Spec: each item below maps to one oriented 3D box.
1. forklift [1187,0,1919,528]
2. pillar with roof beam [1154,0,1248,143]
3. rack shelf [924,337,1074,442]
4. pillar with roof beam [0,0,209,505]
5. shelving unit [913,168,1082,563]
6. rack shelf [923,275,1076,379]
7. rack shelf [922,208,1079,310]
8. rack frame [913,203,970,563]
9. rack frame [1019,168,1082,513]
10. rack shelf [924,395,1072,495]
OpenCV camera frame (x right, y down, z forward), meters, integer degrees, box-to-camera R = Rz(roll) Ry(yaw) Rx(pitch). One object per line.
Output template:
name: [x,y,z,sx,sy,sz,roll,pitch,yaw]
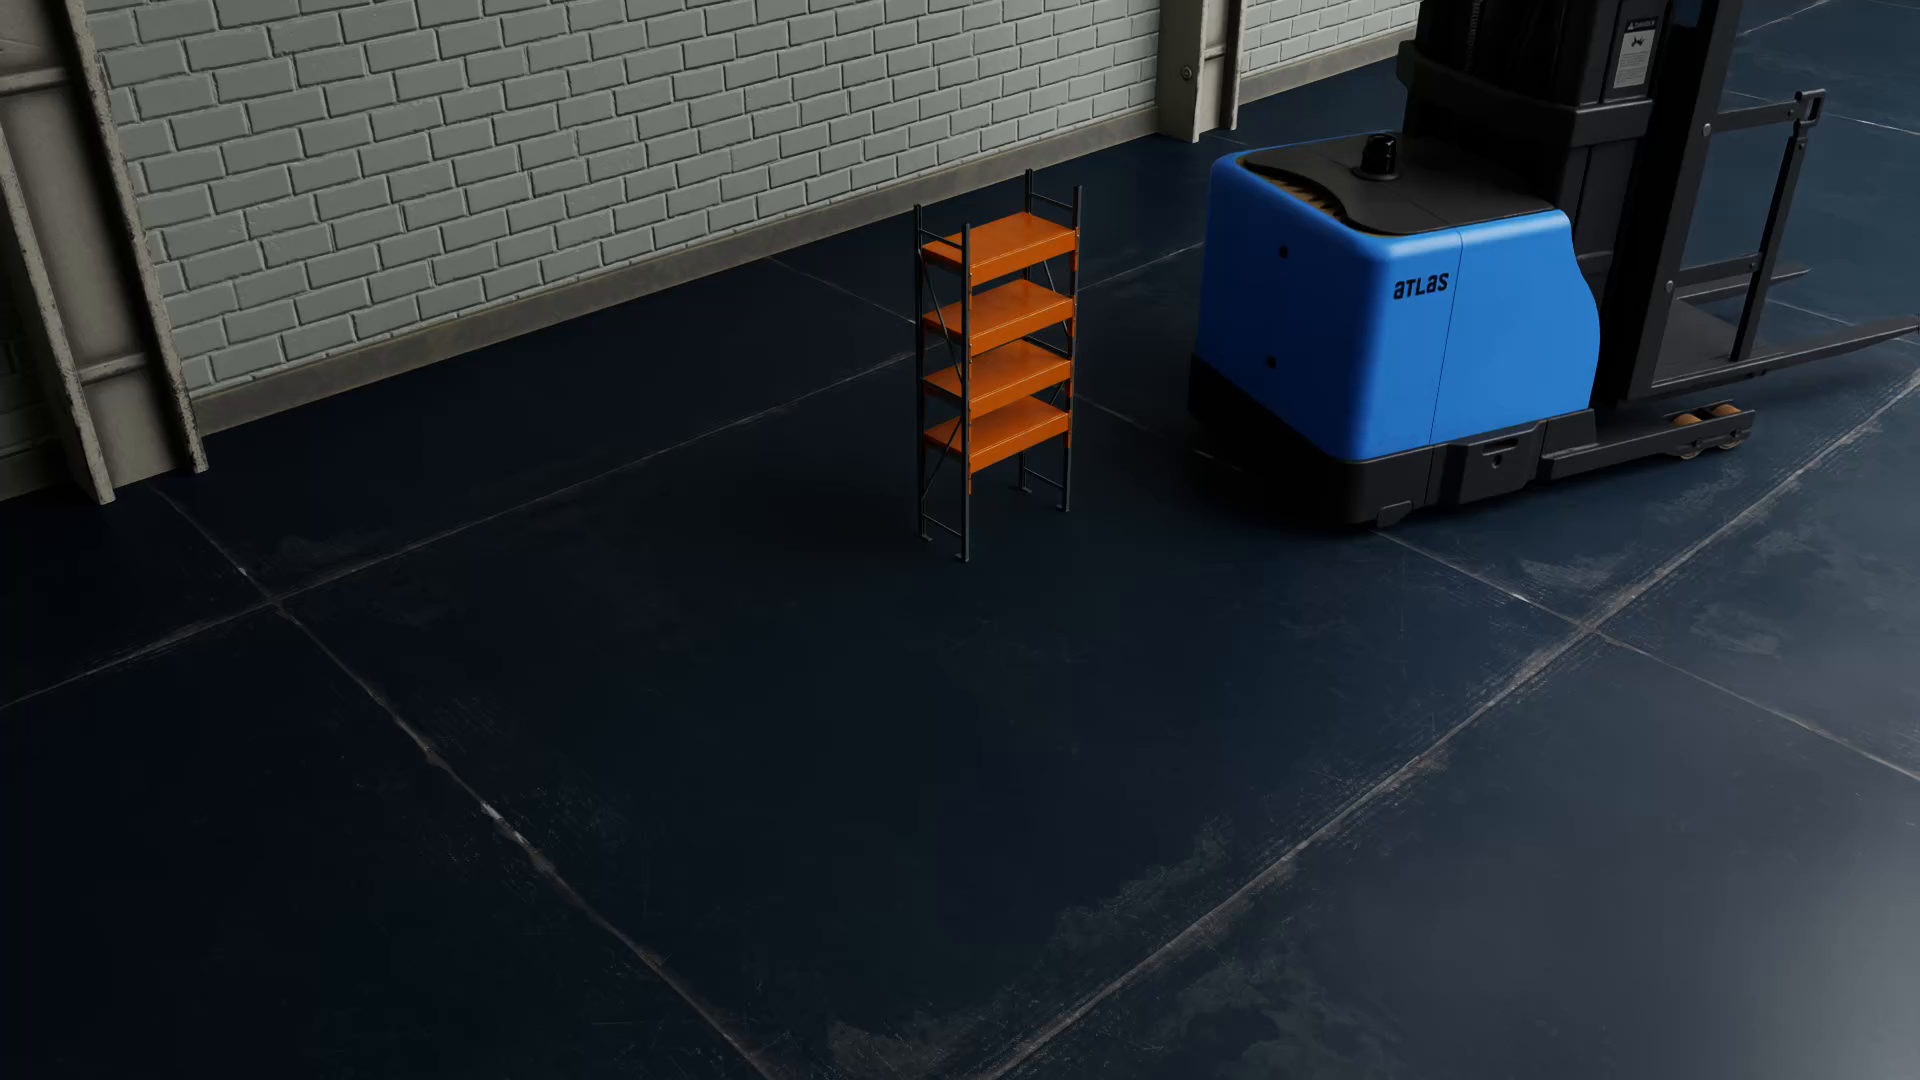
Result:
forklift: [2.444,-1.792,5.872,3.031,2.935,1.130,-13,34,-20]
pillar with roof beam: [4.287,-4.573,4.603,0.400,9.000,9.100,-26,40,-35]
rack shelf: [0.121,-0.513,5.568,0.480,0.148,0.258,-26,40,-35]
pillar with roof beam: [-0.113,-2.445,1.123,0.400,9.000,9.100,-26,40,-35]
shelving unit: [0.121,-0.571,5.533,0.503,1.200,0.258,-26,40,-35]
rack shelf: [0.121,-0.704,5.451,0.480,0.148,0.258,-26,40,-35]
rack shelf: [0.121,-0.906,5.328,0.480,0.148,0.258,-26,40,-35]
rack frame: [-0.058,-0.484,5.391,0.015,1.200,0.240,-26,40,-35]
rack frame: [0.300,-0.657,5.675,0.015,1.200,0.240,-26,40,-35]
rack shelf: [0.121,-0.344,5.672,0.480,0.148,0.258,-26,40,-35]
